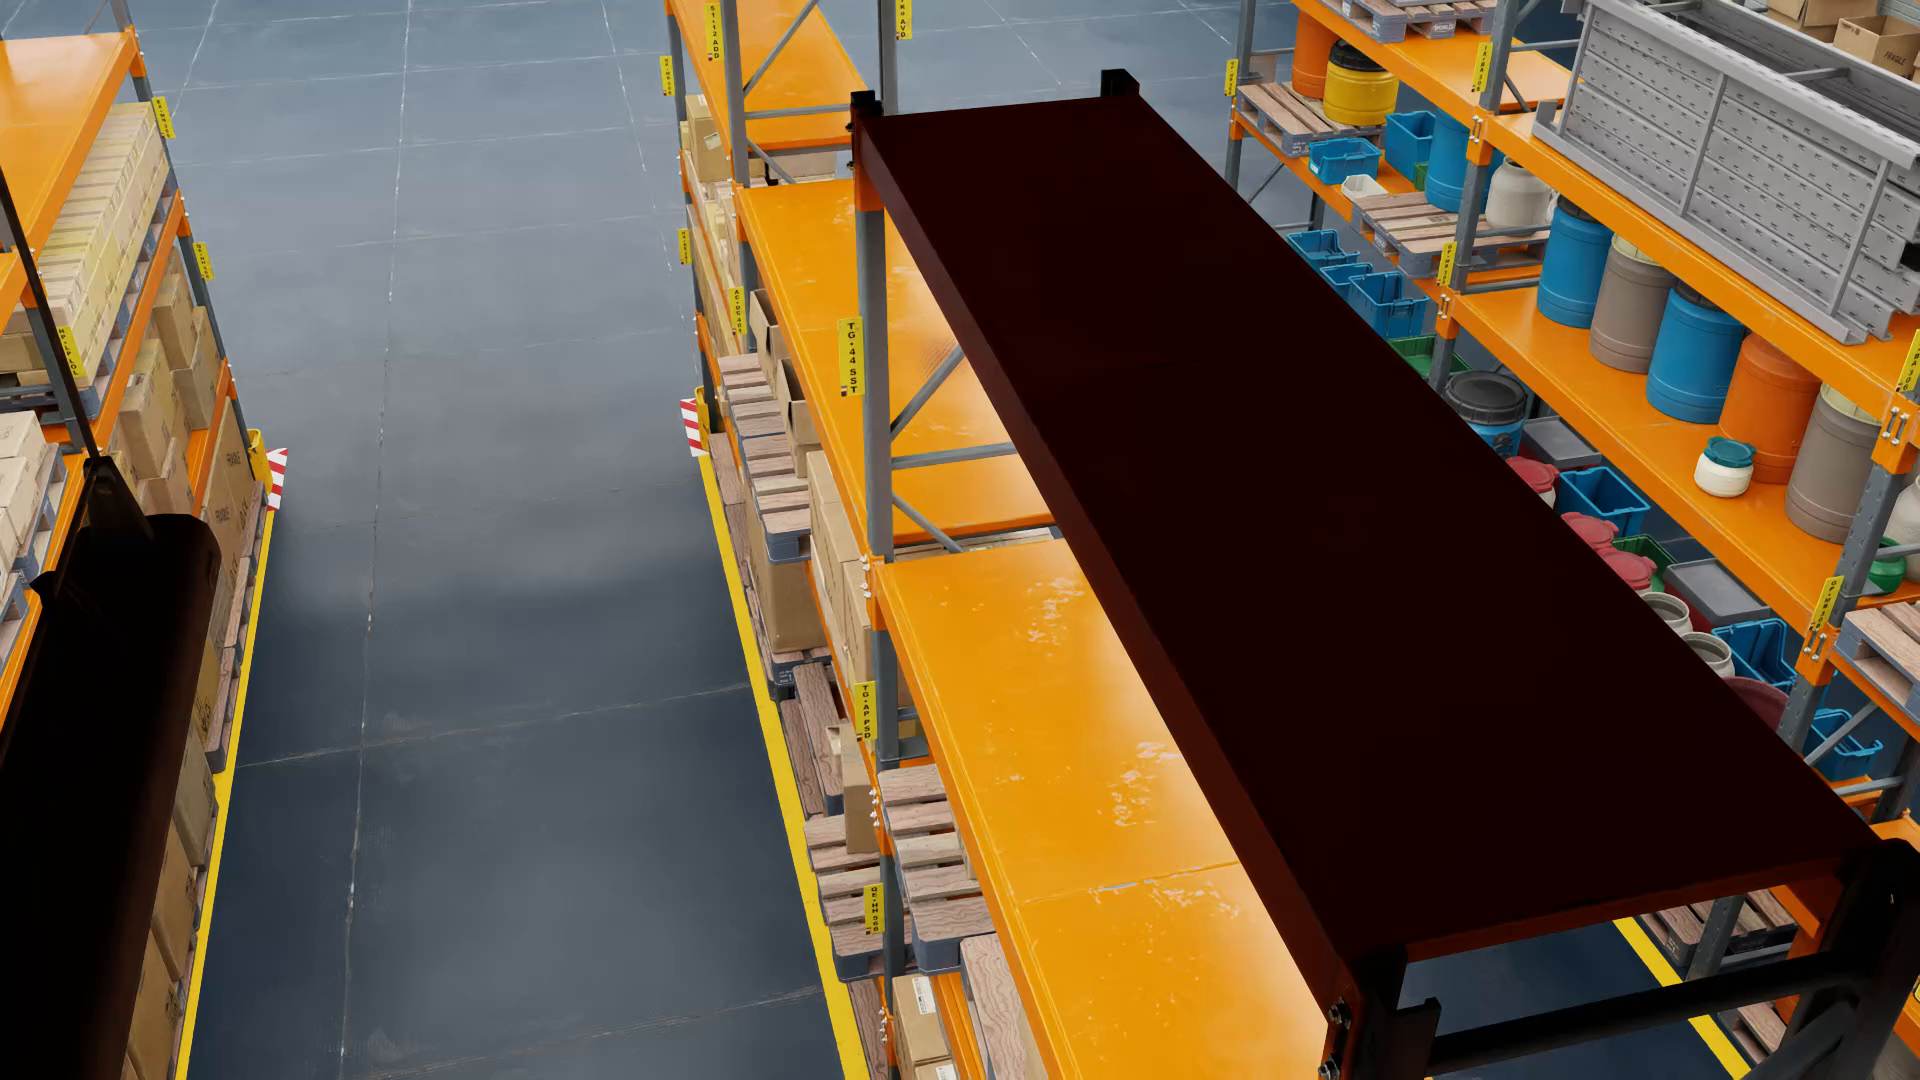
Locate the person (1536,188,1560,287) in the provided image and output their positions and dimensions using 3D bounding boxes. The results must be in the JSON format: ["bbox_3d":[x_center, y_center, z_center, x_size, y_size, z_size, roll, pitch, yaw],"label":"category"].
[{"bbox_3d":[6.088,-3.137,17.228,0.438,1.674,0.629,2,34,3],"label":"person"}]
